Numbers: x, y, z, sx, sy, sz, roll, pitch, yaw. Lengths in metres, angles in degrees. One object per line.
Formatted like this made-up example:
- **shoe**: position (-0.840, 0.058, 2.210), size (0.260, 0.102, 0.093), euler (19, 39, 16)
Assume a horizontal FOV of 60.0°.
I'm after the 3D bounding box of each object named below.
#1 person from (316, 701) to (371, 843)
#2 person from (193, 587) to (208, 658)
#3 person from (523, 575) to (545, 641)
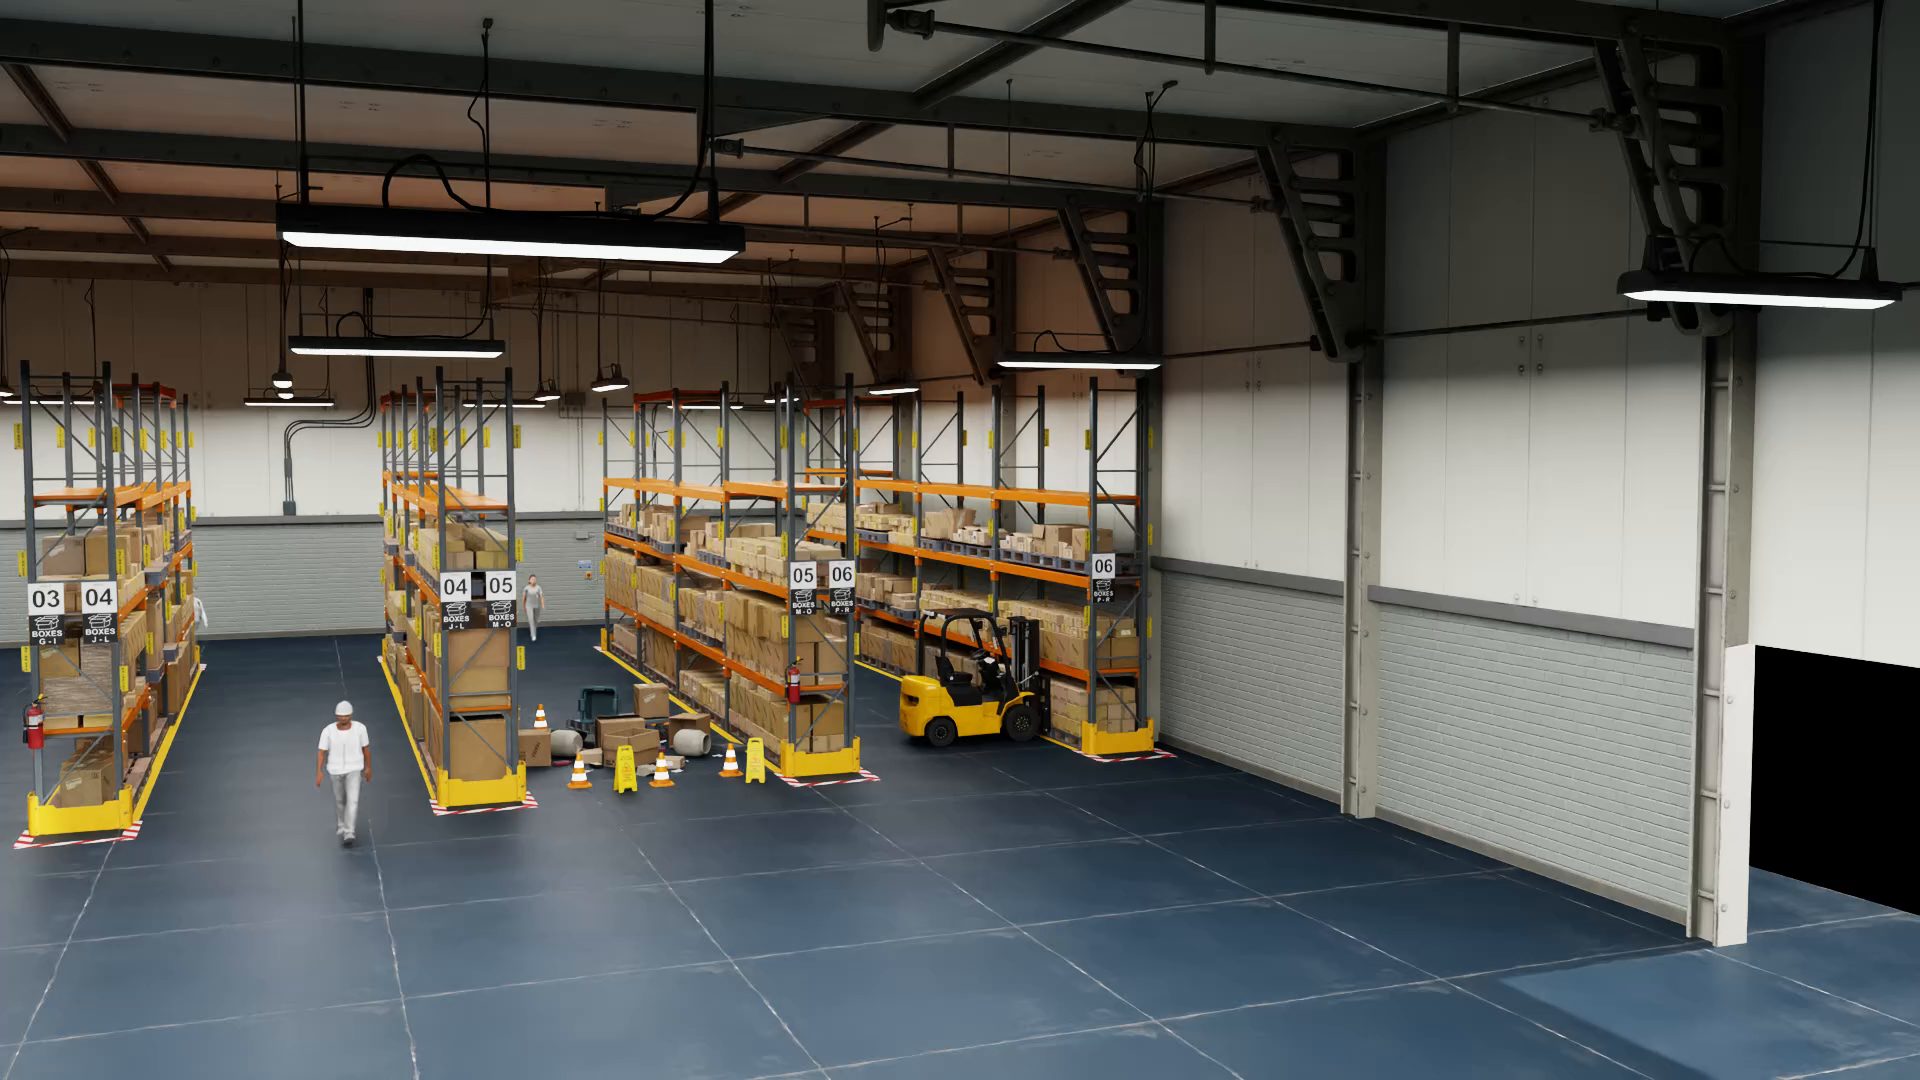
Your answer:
- **person**: position (-7.694, 2.881, 20.729), size (0.626, 1.739, 0.924), euler (-1, 4, -14)
- **person**: position (-17.604, 1.876, 38.146), size (1.068, 1.605, 0.522), euler (2, 4, 35)
- **person**: position (-10.668, 1.677, 41.594), size (0.498, 1.609, 1.058), euler (-2, 4, -24)
